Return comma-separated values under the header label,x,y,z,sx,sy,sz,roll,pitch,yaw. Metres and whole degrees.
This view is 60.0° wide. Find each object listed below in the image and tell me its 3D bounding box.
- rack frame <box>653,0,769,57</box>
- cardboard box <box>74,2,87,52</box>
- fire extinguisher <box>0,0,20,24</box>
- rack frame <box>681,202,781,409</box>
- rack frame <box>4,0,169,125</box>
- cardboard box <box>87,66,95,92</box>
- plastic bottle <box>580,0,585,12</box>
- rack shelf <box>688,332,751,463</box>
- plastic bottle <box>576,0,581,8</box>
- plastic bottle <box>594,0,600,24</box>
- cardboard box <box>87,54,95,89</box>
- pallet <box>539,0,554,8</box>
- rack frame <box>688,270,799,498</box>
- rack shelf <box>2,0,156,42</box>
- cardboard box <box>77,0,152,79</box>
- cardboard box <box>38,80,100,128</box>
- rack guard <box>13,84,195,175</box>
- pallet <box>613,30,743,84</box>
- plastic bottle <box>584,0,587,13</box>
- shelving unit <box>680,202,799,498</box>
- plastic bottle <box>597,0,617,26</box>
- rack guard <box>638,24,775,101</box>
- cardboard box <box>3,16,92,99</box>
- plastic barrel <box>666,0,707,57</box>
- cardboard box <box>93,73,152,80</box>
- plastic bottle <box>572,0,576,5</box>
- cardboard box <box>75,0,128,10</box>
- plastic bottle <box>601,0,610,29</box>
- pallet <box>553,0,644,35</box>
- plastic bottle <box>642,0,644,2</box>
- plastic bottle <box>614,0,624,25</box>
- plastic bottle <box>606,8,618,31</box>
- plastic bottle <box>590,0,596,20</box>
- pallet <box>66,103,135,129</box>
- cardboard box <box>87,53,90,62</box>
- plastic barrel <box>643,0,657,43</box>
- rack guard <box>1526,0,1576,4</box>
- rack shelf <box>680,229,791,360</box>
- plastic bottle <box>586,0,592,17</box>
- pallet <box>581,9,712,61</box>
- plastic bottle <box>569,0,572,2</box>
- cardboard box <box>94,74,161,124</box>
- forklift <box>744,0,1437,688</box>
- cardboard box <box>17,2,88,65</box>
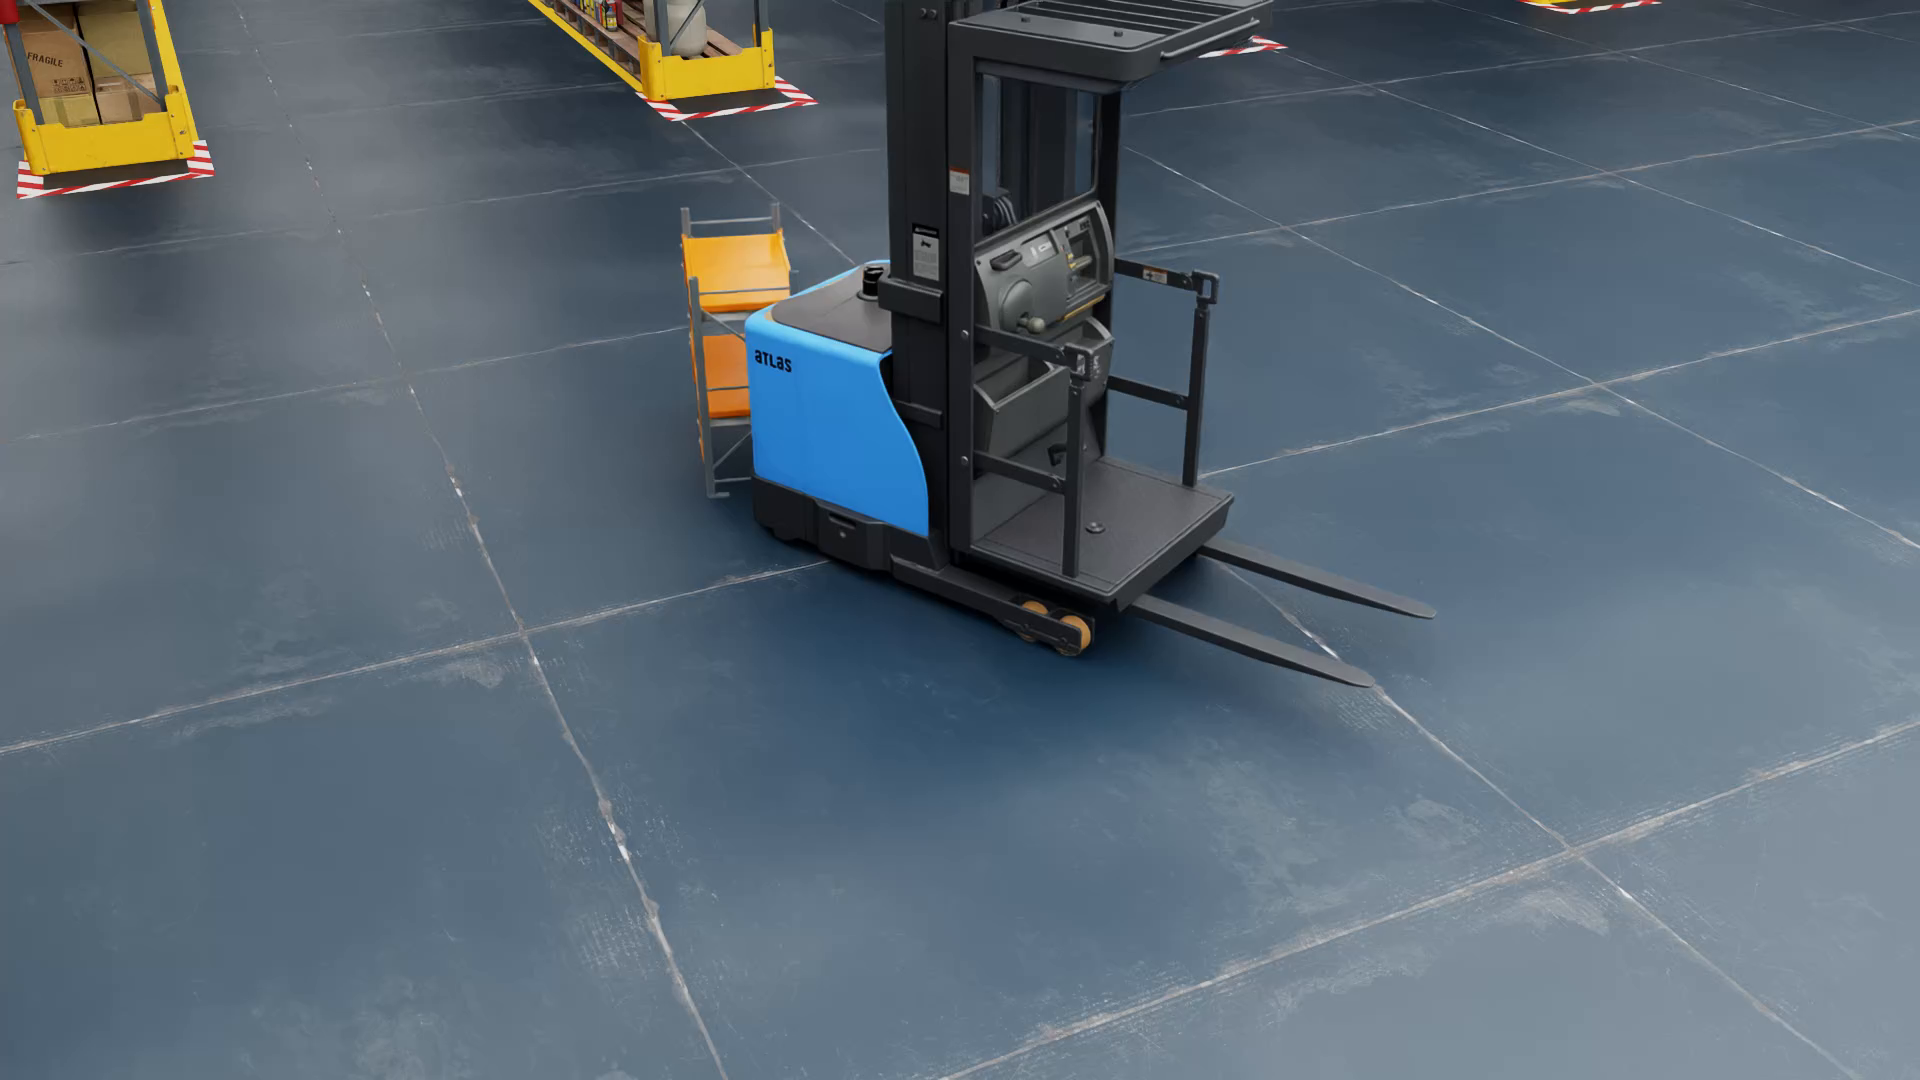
label,x,y,z,sx,sy,sz,roll,pitch,yaw
rack frame,-2.181,-5.339,14.204,1.000,3.000,0.127,-13,32,-22
cardboard box,-7.811,-4.446,14.226,0.500,0.500,0.500,-13,32,-22
fire extinguisher,-7.025,-4.117,12.104,0.296,0.674,0.183,-13,32,-22
rack frame,-1.174,-1.215,8.767,0.500,1.125,0.032,-5,30,-9
rack frame,-6.656,-4.300,12.352,1.000,3.000,0.127,-13,32,-22
cardboard box,-7.378,-3.677,13.623,0.500,0.250,0.500,-13,32,-22
plastic bottle,-3.812,-5.504,16.826,0.061,0.283,0.133,-12,31,-20
rack shelf,-1.083,-0.757,8.450,0.538,0.278,1.000,-5,30,-9
plastic bottle,-3.845,-5.615,16.955,0.144,0.351,0.185,-15,32,-24
plastic bottle,-3.508,-5.240,16.363,0.152,0.276,0.135,-14,32,-23
cardboard box,-7.595,-3.898,14.016,0.500,0.250,0.500,-13,32,-22
pallet,-4.270,-6.228,18.641,1.003,0.211,1.213,-13,32,-22
rack frame,-0.992,-0.726,7.895,0.500,1.125,0.032,-5,30,-9
rack shelf,-7.514,-4.870,14.104,1.077,0.370,4.000,-13,32,-22
cardboard box,-6.901,-4.115,13.638,0.500,0.500,0.500,-13,32,-22
cardboard box,-7.153,-3.459,13.234,0.500,0.250,0.500,-13,32,-22
rack guard,-6.645,-3.200,12.945,1.175,0.500,0.348,-13,32,-22
pallet,-2.600,-4.506,15.570,1.003,0.211,1.213,-13,32,-22
plastic bottle,-3.745,-5.420,16.760,0.097,0.201,0.097,0,29,0
shelving unit,-1.083,-0.971,8.331,0.538,1.125,1.048,-5,30,-9
plastic bottle,-3.448,-5.179,16.254,0.152,0.276,0.135,-13,32,-22
rack guard,-2.256,-4.272,14.858,1.175,0.500,0.348,-13,32,-22
cardboard box,-7.155,-3.786,13.050,0.500,0.500,0.500,-13,32,-22
plastic barrel,-2.532,-4.712,15.200,0.421,0.512,0.421,0,29,0
cardboard box,-6.903,-3.788,13.820,0.500,0.250,0.500,-13,32,-22
plastic bottle,-3.926,-5.699,17.104,0.144,0.351,0.185,-12,32,-21
cardboard box,-7.128,-4.334,14.027,0.500,0.500,0.500,-13,32,-22
plastic bottle,-3.432,-5.113,16.129,0.061,0.283,0.133,-12,32,-21
pallet,-3.647,-5.584,17.492,1.003,0.211,1.213,-13,32,-22
plastic bottle,-3.221,-5.629,17.048,0.061,0.283,0.133,-13,32,-22
plastic bottle,-3.352,-5.205,16.293,0.061,0.283,0.133,-13,32,-22
plastic bottle,-3.365,-5.029,16.064,0.097,0.201,0.097,0,29,0
plastic bottle,-3.583,-5.345,16.474,0.144,0.351,0.185,-12,31,-20
pallet,-7.022,-3.413,13.621,1.003,0.211,1.213,-13,32,-22
cardboard box,-7.808,-4.119,14.411,0.500,0.250,0.500,-13,32,-22
plastic barrel,-2.747,-4.933,15.595,0.421,0.512,0.421,0,29,0
rack guard,6.826,-6.275,18.429,1.175,0.500,0.348,-13,32,-22
rack shelf,-1.083,-1.226,8.188,0.538,0.278,1.000,-5,30,-9
plastic bottle,-3.662,-5.427,16.621,0.144,0.351,0.185,-13,32,-22
pallet,-3.119,-5.044,16.530,1.003,0.211,1.213,-13,32,-22
plastic bottle,-3.993,-5.740,17.254,0.152,0.276,0.135,-12,31,-20
cardboard box,-6.685,-3.568,13.428,0.500,0.250,0.500,-13,32,-22
forklift,0.524,-1.093,6.702,3.031,2.935,1.130,20,35,31
cardboard box,-7.597,-4.224,13.832,0.500,0.500,0.500,-13,32,-22
